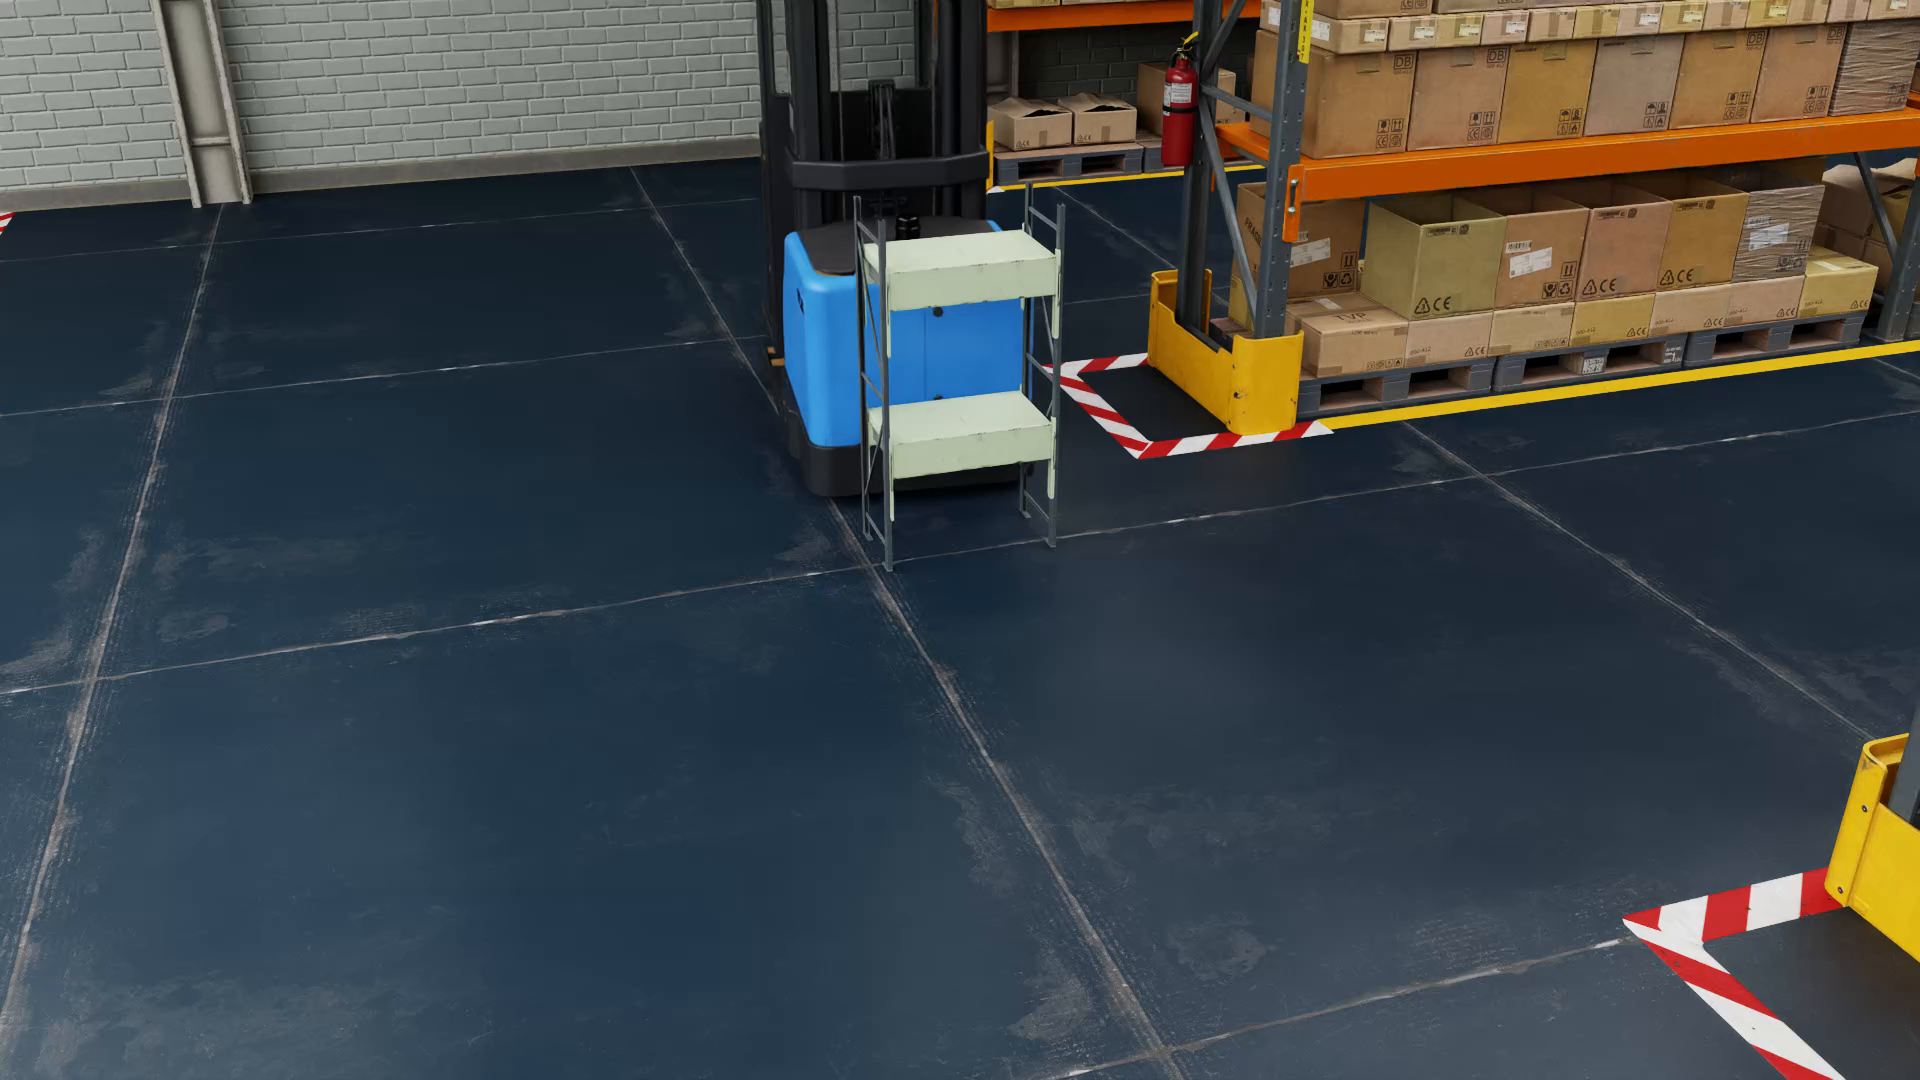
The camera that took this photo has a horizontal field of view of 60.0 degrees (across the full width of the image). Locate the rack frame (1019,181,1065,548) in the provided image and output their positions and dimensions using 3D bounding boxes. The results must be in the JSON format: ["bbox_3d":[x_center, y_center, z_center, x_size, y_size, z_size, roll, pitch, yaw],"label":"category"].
[{"bbox_3d":[0.342,-0.721,7.016,0.023,1.500,0.400,-8,28,-16],"label":"rack frame"}]

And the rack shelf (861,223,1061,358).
[{"bbox_3d":[-0.006,-1.020,6.741,0.720,0.370,0.431,-8,28,-16],"label":"rack shelf"}]

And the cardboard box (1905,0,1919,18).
[{"bbox_3d":[5.001,-2.889,8.853,0.250,0.149,0.380,-8,28,-16],"label":"cardboard box"}]

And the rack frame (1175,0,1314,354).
[{"bbox_3d":[1.390,-2.131,8.168,0.127,3.000,1.000,-8,28,-16],"label":"rack frame"}]

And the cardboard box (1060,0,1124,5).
[{"bbox_3d":[0.904,-4.177,12.436,0.500,0.250,0.500,-9,28,-18],"label":"cardboard box"}]

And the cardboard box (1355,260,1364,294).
[{"bbox_3d":[2.280,-1.360,9.236,0.500,0.250,0.500,-8,28,-16],"label":"cardboard box"}]

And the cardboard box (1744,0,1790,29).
[{"bbox_3d":[4.033,-2.749,8.573,0.250,0.149,0.380,-8,28,-16],"label":"cardboard box"}]

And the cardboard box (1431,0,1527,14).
[{"bbox_3d":[2.387,-2.897,8.141,0.500,0.500,0.700,-9,28,-17],"label":"cardboard box"}]

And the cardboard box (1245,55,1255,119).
[{"bbox_3d":[2.681,-3.693,13.632,0.500,0.500,0.500,-10,28,-20],"label":"cardboard box"}]

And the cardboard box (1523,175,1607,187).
[{"bbox_3d":[3.230,-1.835,9.349,0.500,0.500,0.500,-8,28,-16],"label":"cardboard box"}]

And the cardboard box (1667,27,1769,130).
[{"bbox_3d":[3.796,-2.520,8.839,0.500,0.500,0.700,-8,27,-15],"label":"cardboard box"}]

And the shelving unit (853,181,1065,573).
[{"bbox_3d":[-0.006,-0.671,6.915,0.755,1.500,0.431,-8,28,-16],"label":"shelving unit"}]

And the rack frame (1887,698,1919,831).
[{"bbox_3d":[2.921,-0.036,3.949,0.127,3.000,1.000,-8,28,-16],"label":"rack frame"}]

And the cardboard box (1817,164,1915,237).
[{"bbox_3d":[5.490,-2.066,10.028,0.500,0.311,0.500,-8,28,-16],"label":"cardboard box"}]

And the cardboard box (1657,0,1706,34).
[{"bbox_3d":[3.542,-2.677,8.426,0.250,0.149,0.380,-7,27,-14],"label":"cardboard box"}]

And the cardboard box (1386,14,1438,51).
[{"bbox_3d":[2.080,-2.466,8.003,0.250,0.149,0.380,-9,28,-17],"label":"cardboard box"}]

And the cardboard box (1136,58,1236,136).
[{"bbox_3d":[1.793,-3.518,13.278,0.500,0.500,0.700,-10,28,-19],"label":"cardboard box"}]

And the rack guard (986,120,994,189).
[{"bbox_3d":[-0.075,-3.115,12.963,0.348,0.500,1.175,-8,28,-16],"label":"rack guard"}]

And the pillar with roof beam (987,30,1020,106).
[{"bbox_3d":[1.583,-5.554,8.317,0.400,9.000,9.100,-8,28,-16],"label":"pillar with roof beam"}]

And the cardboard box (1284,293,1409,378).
[{"bbox_3d":[1.969,-1.067,8.646,0.500,0.250,0.500,-8,28,-16],"label":"cardboard box"}]

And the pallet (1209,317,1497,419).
[{"bbox_3d":[2.104,-1.005,9.036,1.213,0.211,1.003,-8,28,-16],"label":"pallet"}]

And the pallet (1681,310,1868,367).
[{"bbox_3d":[4.424,-1.341,9.713,1.213,0.211,1.003,-8,28,-16],"label":"pallet"}]

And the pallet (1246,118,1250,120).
[{"bbox_3d":[3.028,-3.419,13.899,1.213,0.211,1.003,-8,28,-16],"label":"pallet"}]

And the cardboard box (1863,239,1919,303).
[{"bbox_3d":[5.654,-1.589,9.697,0.500,0.250,0.500,-9,28,-17],"label":"cardboard box"}]

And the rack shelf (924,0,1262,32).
[{"bbox_3d":[1.754,-4.178,13.101,4.000,0.370,1.077,-8,28,-16],"label":"rack shelf"}]

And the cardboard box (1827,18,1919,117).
[{"bbox_3d":[4.774,-2.662,9.127,0.500,0.500,0.700,-9,28,-17],"label":"cardboard box"}]

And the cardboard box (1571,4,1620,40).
[{"bbox_3d":[3.054,-2.607,8.286,0.250,0.149,0.380,-9,28,-17],"label":"cardboard box"}]

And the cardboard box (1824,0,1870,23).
[{"bbox_3d":[4.517,-2.818,8.712,0.250,0.149,0.380,-9,28,-18],"label":"cardboard box"}]

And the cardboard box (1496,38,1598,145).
[{"bbox_3d":[2.810,-2.374,8.547,0.500,0.500,0.700,-8,28,-16],"label":"cardboard box"}]

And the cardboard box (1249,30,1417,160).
[{"bbox_3d":[1.838,-2.234,8.265,0.500,0.500,0.700,-8,28,-16],"label":"cardboard box"}]

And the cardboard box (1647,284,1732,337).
[{"bbox_3d":[3.871,-1.342,9.199,0.500,0.250,0.500,-8,28,-16],"label":"cardboard box"}]

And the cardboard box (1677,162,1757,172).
[{"bbox_3d":[4.183,-1.970,9.622,0.500,0.500,0.500,-8,28,-16],"label":"cardboard box"}]

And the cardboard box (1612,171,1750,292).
[{"bbox_3d":[3.867,-1.683,9.044,0.500,0.500,0.500,-8,28,-16],"label":"cardboard box"}]

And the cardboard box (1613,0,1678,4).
[{"bbox_3d":[3.342,-3.036,8.421,0.500,0.500,0.700,-8,28,-16],"label":"cardboard box"}]

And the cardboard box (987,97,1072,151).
[{"bbox_3d":[0.538,-3.274,13.001,0.500,0.311,0.500,-12,29,-22],"label":"cardboard box"}]

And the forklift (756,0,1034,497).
[{"bbox_3d":[-0.463,-2.139,8.262,1.130,2.935,3.031,-5,27,-11],"label":"forklift"}]

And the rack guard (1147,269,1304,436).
[{"bbox_3d":[1.367,-1.008,8.717,0.348,0.500,1.175,-8,28,-16],"label":"rack guard"}]

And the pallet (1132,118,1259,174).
[{"bbox_3d":[1.866,-3.249,13.558,1.213,0.211,1.003,-8,28,-16],"label":"pallet"}]

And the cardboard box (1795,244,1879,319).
[{"bbox_3d":[4.820,-1.482,9.481,0.500,0.250,0.500,-8,28,-16],"label":"cardboard box"}]

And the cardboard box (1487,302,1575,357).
[{"bbox_3d":[2.919,-1.206,8.926,0.500,0.250,0.500,-8,28,-16],"label":"cardboard box"}]

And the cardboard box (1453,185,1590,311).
[{"bbox_3d":[2.915,-1.547,8.769,0.500,0.500,0.500,-8,28,-16],"label":"cardboard box"}]

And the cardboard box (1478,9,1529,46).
[{"bbox_3d":[2.558,-2.534,8.139,0.250,0.149,0.380,-9,28,-17],"label":"cardboard box"}]

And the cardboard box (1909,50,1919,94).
[{"bbox_3d":[5.648,-2.700,9.485,0.500,0.250,0.500,-7,27,-13],"label":"cardboard box"}]

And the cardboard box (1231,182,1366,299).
[{"bbox_3d":[1.808,-1.623,8.922,0.500,0.500,0.500,-8,28,-16],"label":"cardboard box"}]
